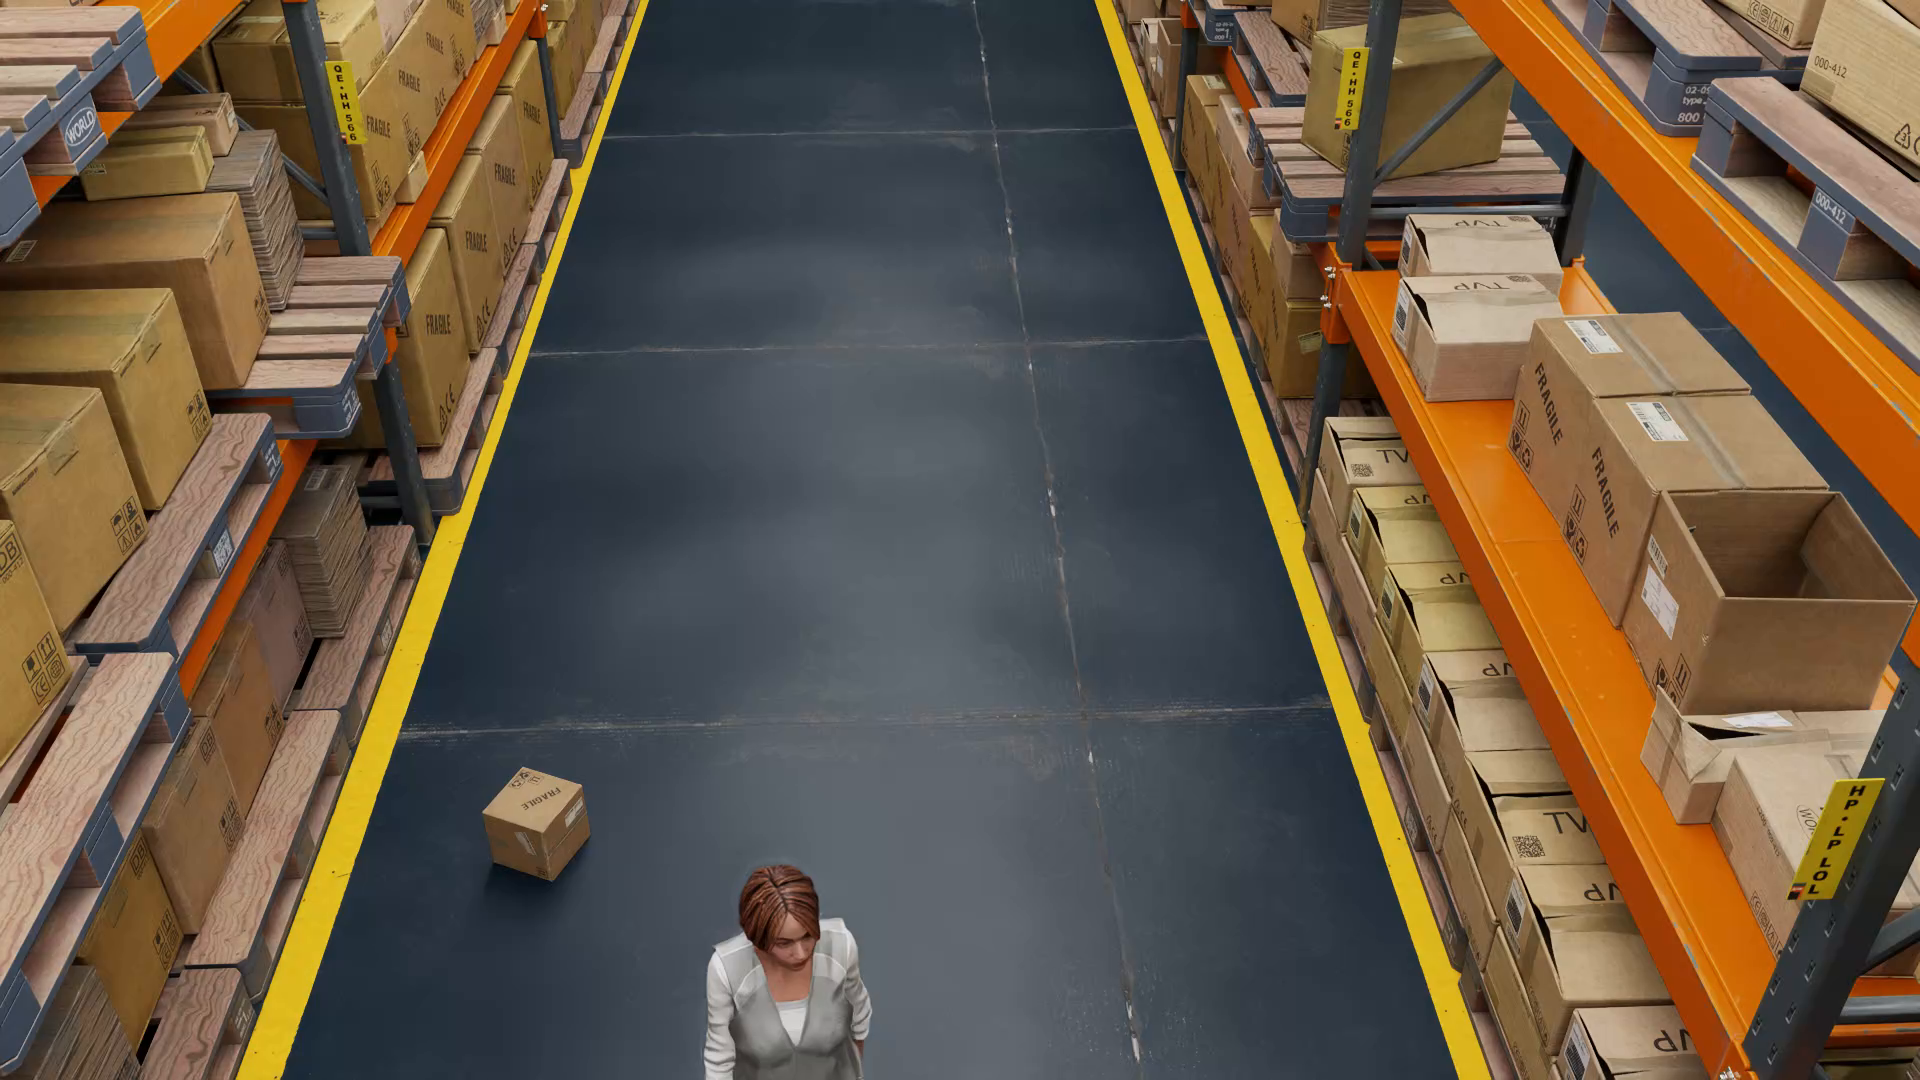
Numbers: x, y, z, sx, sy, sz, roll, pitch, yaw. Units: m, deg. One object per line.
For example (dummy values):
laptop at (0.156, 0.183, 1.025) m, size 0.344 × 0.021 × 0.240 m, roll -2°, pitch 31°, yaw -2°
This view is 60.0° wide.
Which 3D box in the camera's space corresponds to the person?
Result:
person at (-0.433, 1.361, 4.239) m, size 0.439 × 1.572 × 0.729 m, roll -8°, pitch 37°, yaw -12°
